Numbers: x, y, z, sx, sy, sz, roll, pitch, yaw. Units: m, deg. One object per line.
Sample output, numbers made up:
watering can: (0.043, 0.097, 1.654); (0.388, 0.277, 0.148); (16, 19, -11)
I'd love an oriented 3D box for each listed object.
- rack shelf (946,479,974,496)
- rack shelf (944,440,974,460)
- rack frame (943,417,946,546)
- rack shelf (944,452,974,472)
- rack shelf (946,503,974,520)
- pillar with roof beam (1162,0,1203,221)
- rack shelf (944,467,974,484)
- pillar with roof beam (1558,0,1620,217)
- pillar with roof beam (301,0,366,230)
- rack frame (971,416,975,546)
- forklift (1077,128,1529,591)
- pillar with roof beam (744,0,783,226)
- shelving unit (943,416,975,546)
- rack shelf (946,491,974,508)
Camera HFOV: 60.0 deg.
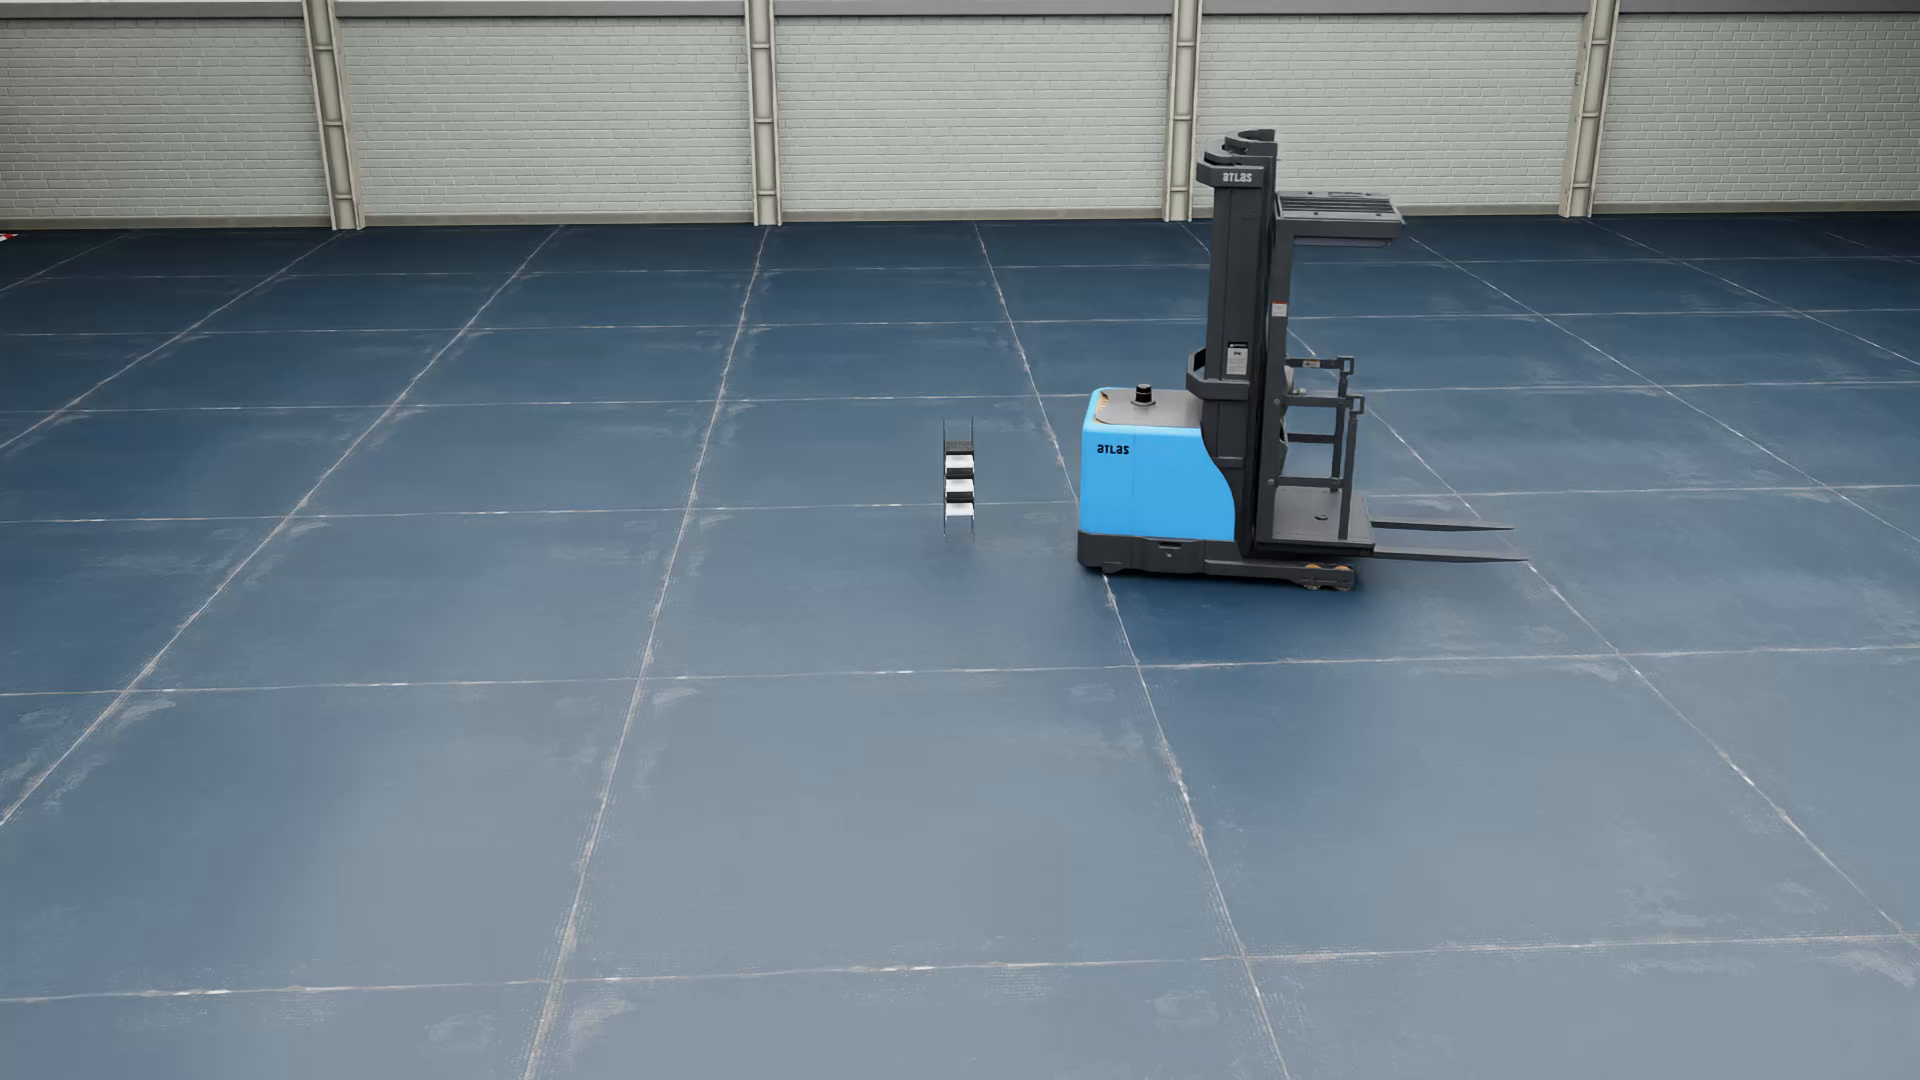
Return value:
rack shelf: (-0.008, -0.389, 11.972); (0.200, 0.077, 0.258); (-1, 21, -3)
rack shelf: (-0.008, -0.642, 11.876); (0.200, 0.077, 0.258); (-1, 21, -3)
rack frame: (-0.110, -0.418, 11.955); (0.006, 0.900, 0.240); (-1, 21, -3)
rack shelf: (-0.008, -0.557, 11.908); (0.200, 0.077, 0.258); (-1, 21, -3)
rack shelf: (-0.008, -0.221, 12.036); (0.200, 0.077, 0.258); (-1, 21, -3)
pillar with roof beam: (3.444, -7.410, 18.936); (0.400, 9.000, 9.100); (-1, 21, -3)
rack shelf: (-0.008, -0.473, 11.940); (0.200, 0.077, 0.258); (-1, 21, -3)
pillar with roof beam: (9.434, -7.532, 19.256); (0.400, 9.000, 9.100); (-1, 21, -3)
pillar with roof beam: (-8.537, -7.166, 18.296); (0.400, 9.000, 9.100); (-1, 21, -3)
rack frame: (0.093, -0.422, 11.966); (0.006, 0.900, 0.240); (-1, 21, -3)
forklift: (2.373, -1.229, 11.230); (3.031, 2.935, 1.130); (3, 21, 8)
pillar with roof beam: (-2.547, -7.288, 18.616); (0.400, 9.000, 9.100); (-1, 21, -3)
shelving unit: (-0.008, -0.420, 11.960); (0.210, 0.900, 0.258); (-1, 21, -3)
rack shelf: (-0.008, -0.305, 12.004); (0.200, 0.077, 0.258); (-1, 21, -3)
